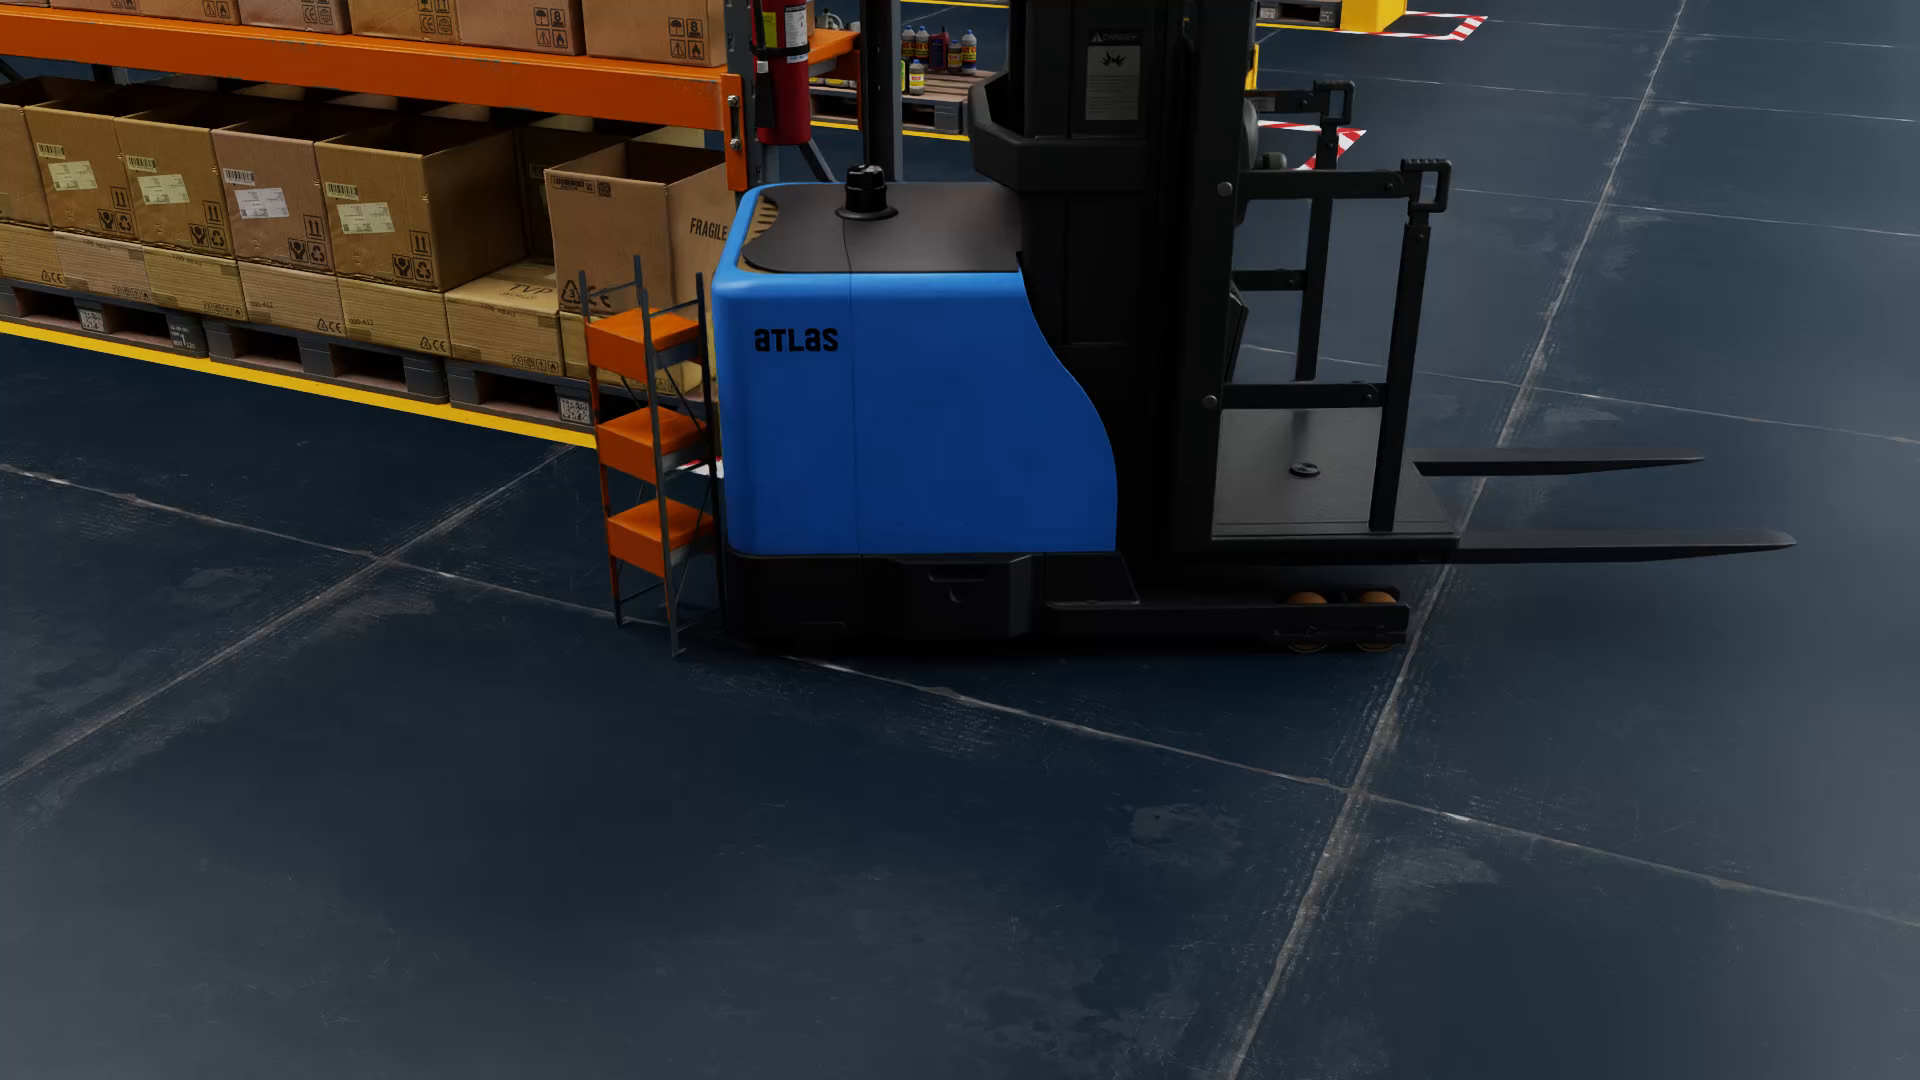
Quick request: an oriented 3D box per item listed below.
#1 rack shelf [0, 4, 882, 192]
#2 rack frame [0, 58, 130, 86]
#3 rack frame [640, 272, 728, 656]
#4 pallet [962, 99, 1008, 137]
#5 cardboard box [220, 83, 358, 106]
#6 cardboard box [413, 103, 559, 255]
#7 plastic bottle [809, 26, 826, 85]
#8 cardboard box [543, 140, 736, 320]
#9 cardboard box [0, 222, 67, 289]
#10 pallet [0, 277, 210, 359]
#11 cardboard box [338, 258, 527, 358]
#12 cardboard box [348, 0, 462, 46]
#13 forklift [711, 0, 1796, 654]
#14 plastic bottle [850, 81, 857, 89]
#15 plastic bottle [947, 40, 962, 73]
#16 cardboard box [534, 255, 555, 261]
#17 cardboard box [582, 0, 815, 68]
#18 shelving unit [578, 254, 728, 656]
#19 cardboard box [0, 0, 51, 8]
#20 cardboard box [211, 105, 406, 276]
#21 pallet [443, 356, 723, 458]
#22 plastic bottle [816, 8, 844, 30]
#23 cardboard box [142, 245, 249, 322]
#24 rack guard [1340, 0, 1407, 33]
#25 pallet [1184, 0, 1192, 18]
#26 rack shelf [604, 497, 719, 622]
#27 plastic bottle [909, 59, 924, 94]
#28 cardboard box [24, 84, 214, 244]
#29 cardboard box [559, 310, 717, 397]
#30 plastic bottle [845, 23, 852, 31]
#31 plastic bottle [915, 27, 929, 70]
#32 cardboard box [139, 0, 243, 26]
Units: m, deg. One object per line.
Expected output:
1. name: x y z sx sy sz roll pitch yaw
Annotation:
1. rack shelf: -2.294 -1.859 6.444 4.000 0.370 1.077 11 28 22
2. rack frame: -4.114 -2.547 7.028 0.127 3.000 1.000 11 28 22
3. rack frame: -0.728 -0.184 4.434 0.008 1.050 0.200 20 33 35
4. pallet: 0.755 -2.701 10.498 1.213 0.211 1.003 11 28 22
5. cardboard box: -2.694 -1.655 7.005 0.500 0.500 0.500 11 28 22
6. cardboard box: -1.785 -1.471 6.631 0.500 0.500 0.500 11 28 22
7. plastic bottle: -0.939 -3.120 10.693 0.185 0.351 0.144 11 28 21
8. cardboard box: -1.084 -1.085 5.847 0.500 0.500 0.500 11 28 22
9. cardboard box: -3.818 -1.295 7.122 0.500 0.250 0.500 11 28 22
10. pallet: -3.408 -1.134 7.314 1.213 0.211 1.003 11 28 22
11. cardboard box: -1.999 -0.927 6.375 0.500 0.250 0.500 11 28 22
12. cardboard box: -1.822 -2.138 6.084 0.500 0.500 0.700 12 28 22
13. forklift: 0.859 -1.235 4.441 3.031 2.935 1.130 -1 26 -1
14. plastic bottle: -0.617 -3.024 10.582 0.135 0.276 0.152 11 28 20
15. plastic bottle: -0.035 -3.224 11.073 0.097 0.201 0.097 0 26 0
16. cardboard box: -1.326 -1.048 6.620 0.500 0.250 0.500 11 28 22
17. cardboard box: -0.893 -1.951 5.704 0.500 0.500 0.700 11 28 22
18. shelving unit: -0.822 -0.219 4.505 0.252 1.050 0.215 20 33 35
19. cardboard box: -3.708 -2.513 6.846 0.500 0.500 0.700 11 28 20
20. cardboard box: -2.455 -1.354 6.393 0.500 0.500 0.500 11 28 22
21. pallet: -1.186 -0.688 6.408 1.213 0.211 1.003 11 28 22
22. plastic bottle: -0.886 -3.451 11.365 0.185 0.351 0.144 11 28 21
23. cardboard box: -2.911 -1.108 6.743 0.500 0.250 0.500 11 28 22
24. rack guard: 3.562 -4.691 14.211 0.348 0.500 1.175 11 28 22
25. pallet: 1.730 -4.948 15.060 1.213 0.211 1.003 11 28 22
26. rack shelf: -0.821 0.040 4.633 0.240 0.259 0.215 20 33 35
27. plastic bottle: -0.272 -2.908 10.431 0.097 0.201 0.097 0 26 0
28. cardboard box: -3.363 -1.539 6.769 0.500 0.500 0.500 11 28 22
29. cardboard box: -1.083 -0.750 6.015 0.500 0.250 0.500 11 28 22
30. plastic bottle: -0.783 -3.347 11.229 0.133 0.283 0.061 11 28 22
31. plastic bottle: -0.253 -3.300 11.147 0.097 0.271 0.097 0 26 0
32. cardboard box: -2.770 -2.326 6.466 0.500 0.500 0.700 12 29 23
